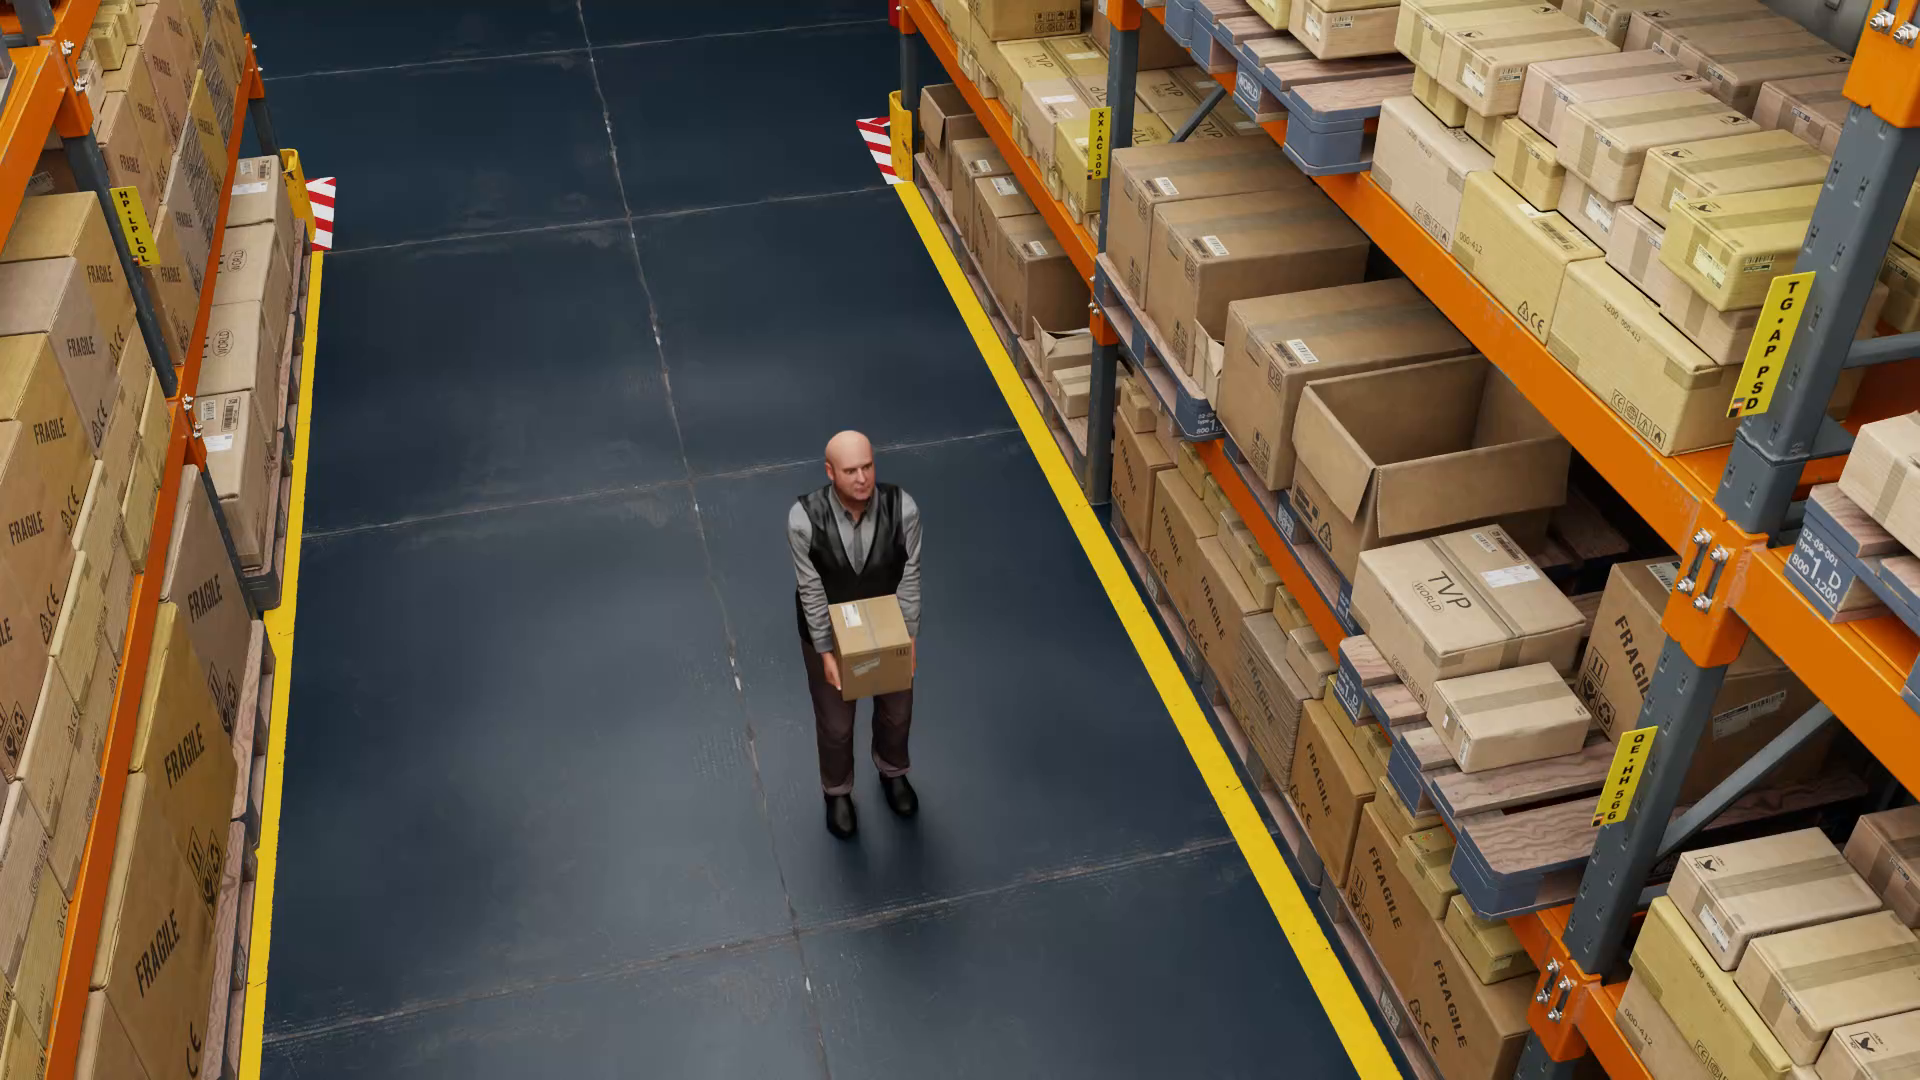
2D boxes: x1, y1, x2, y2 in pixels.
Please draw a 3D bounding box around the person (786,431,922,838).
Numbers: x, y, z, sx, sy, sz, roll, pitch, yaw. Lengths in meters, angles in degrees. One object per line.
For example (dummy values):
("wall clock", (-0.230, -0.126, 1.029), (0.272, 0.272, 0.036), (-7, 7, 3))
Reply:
("person", (-0.354, 0.402, 6.227), (0.494, 1.711, 0.551), (-9, 39, -12))
